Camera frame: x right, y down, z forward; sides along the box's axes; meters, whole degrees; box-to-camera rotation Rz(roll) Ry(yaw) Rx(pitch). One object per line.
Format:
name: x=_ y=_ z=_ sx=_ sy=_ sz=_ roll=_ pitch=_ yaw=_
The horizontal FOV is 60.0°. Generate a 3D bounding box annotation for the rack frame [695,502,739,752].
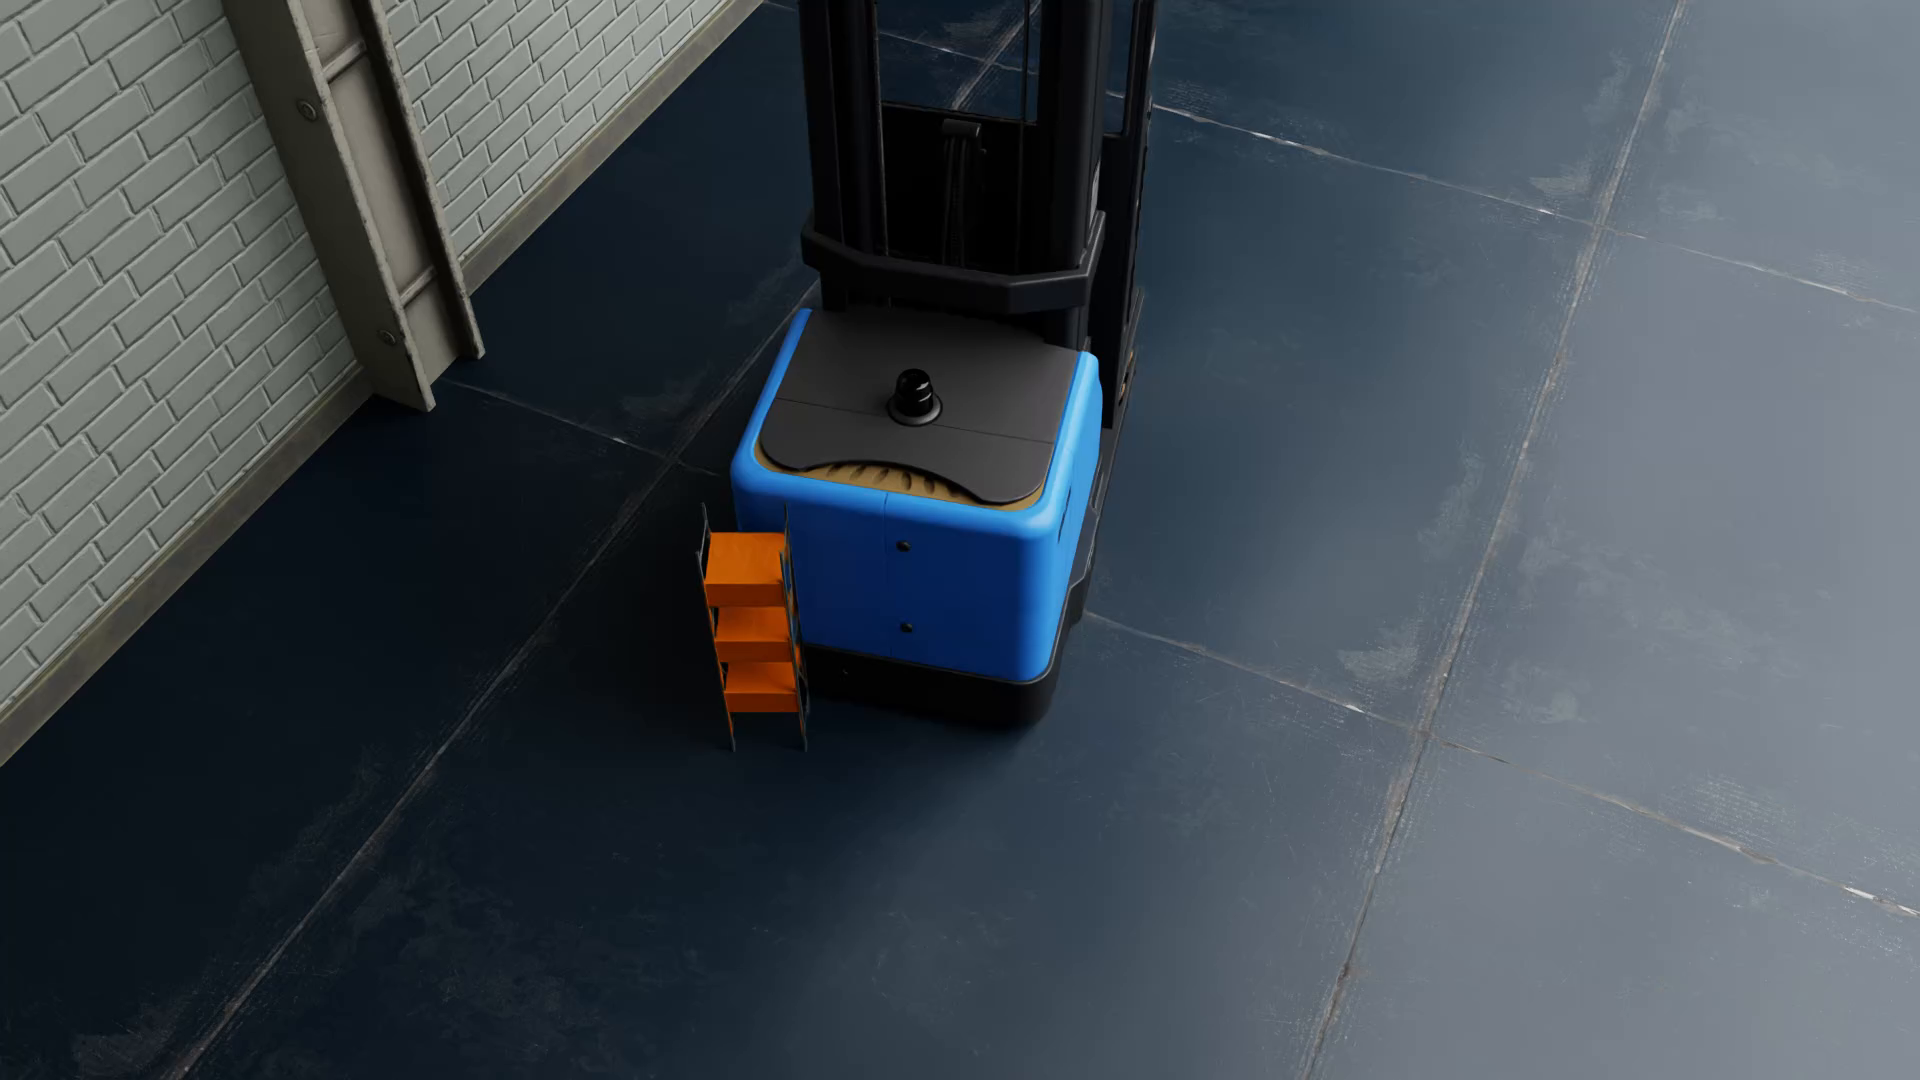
rack frame: x=-0.767 y=0.303 z=5.303 sx=0.008 sy=1.050 sz=0.200 roll=0 pitch=50 yaw=0

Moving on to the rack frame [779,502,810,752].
rack frame: x=-0.523 y=0.303 z=5.303 sx=0.008 sy=1.050 sz=0.200 roll=0 pitch=50 yaw=0

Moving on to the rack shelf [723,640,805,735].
rack shelf: x=-0.645 y=0.490 z=5.522 sx=0.240 sy=0.259 sz=0.215 roll=0 pitch=50 yaw=0

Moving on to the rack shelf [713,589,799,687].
rack shelf: x=-0.645 y=0.310 z=5.311 sx=0.240 sy=0.259 sz=0.215 roll=0 pitch=50 yaw=0

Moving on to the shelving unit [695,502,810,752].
shelving unit: x=-0.645 y=0.303 z=5.303 sx=0.252 sy=1.050 sz=0.215 roll=0 pitch=50 yaw=0

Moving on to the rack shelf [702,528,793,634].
rack shelf: x=-0.645 y=0.126 z=5.095 sx=0.240 sy=0.259 sz=0.215 roll=0 pitch=50 yaw=0

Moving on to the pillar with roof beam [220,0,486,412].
pillar with roof beam: x=1.700 y=-2.214 z=2.225 sx=9.100 sy=9.000 sz=0.400 roll=20 pitch=52 yaw=16

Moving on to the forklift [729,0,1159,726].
forklift: x=0.108 y=-1.472 z=5.578 sx=1.130 sy=2.935 sz=3.031 roll=10 pitch=50 yaw=8
